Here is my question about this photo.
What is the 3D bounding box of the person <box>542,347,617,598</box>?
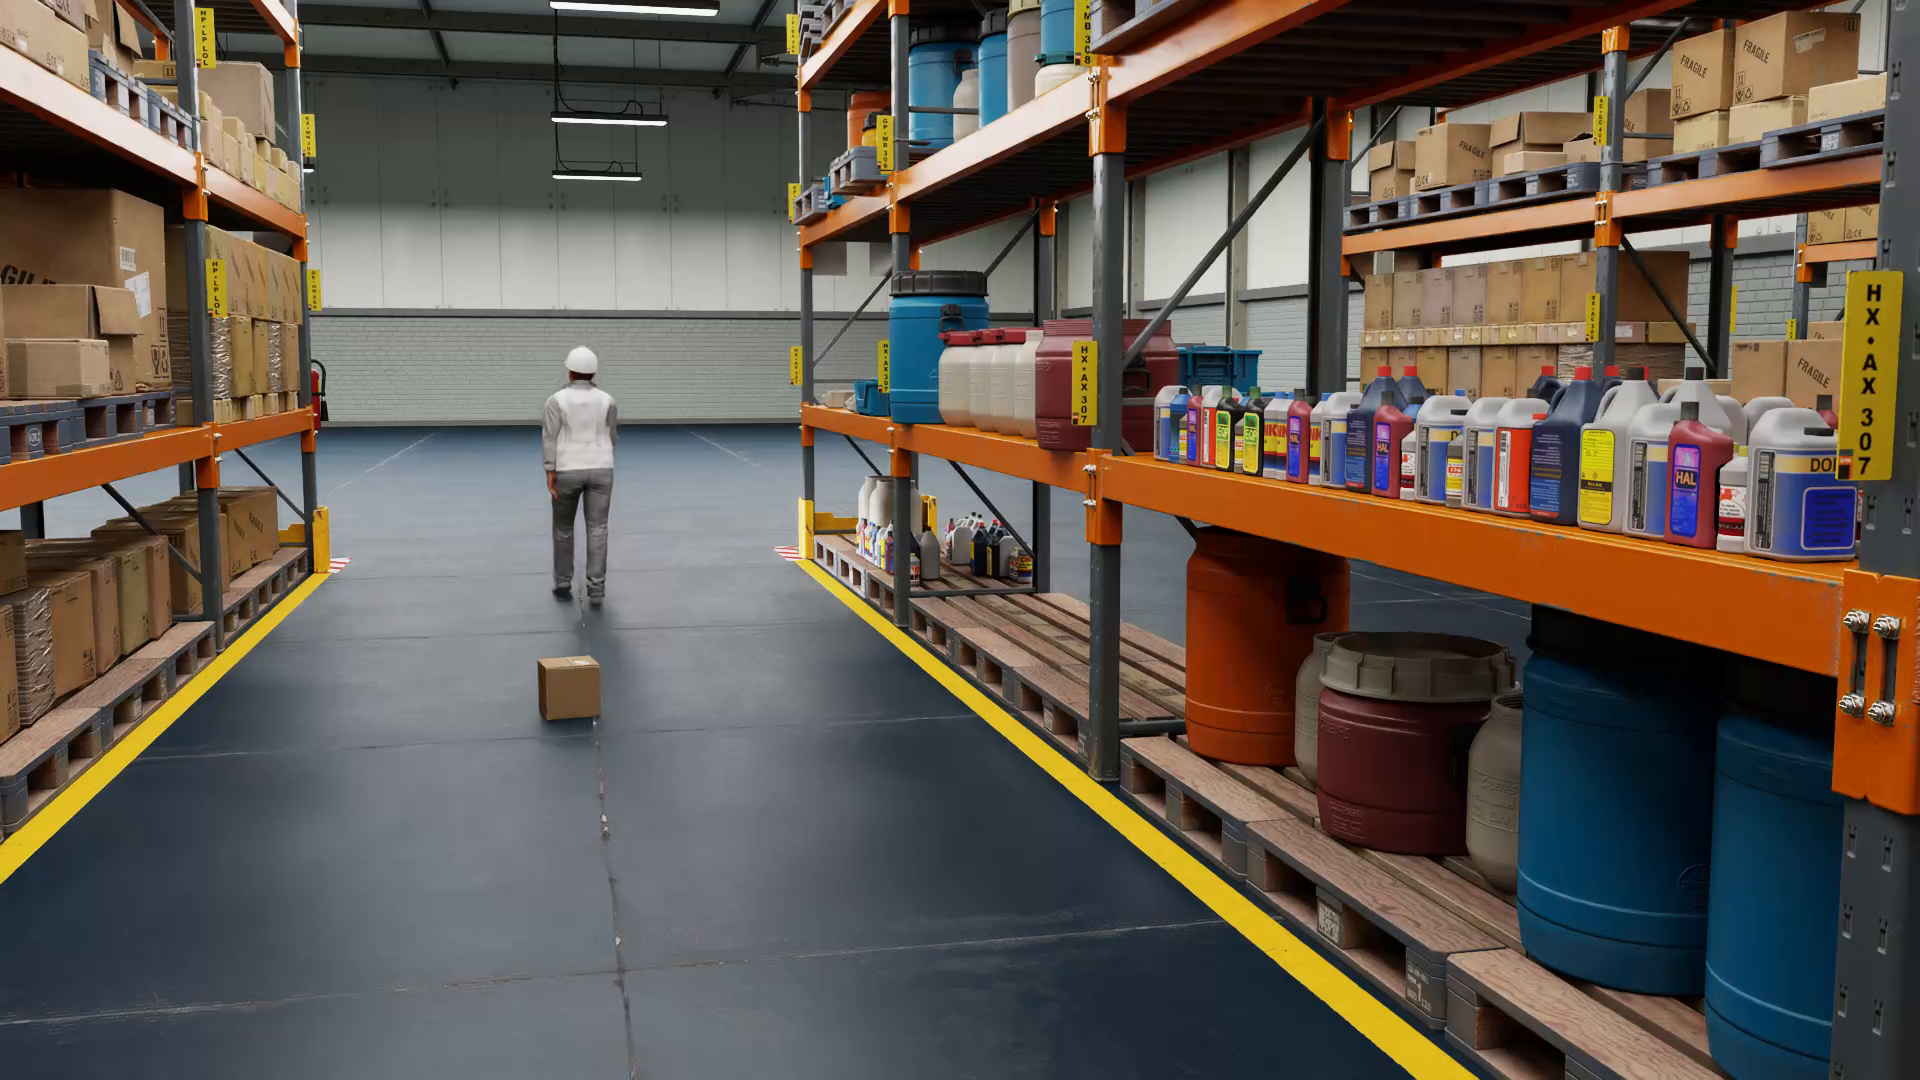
[{"bbox_3d":[-2.681,-0.459,11.728,0.533,1.796,0.849,-2,6,-18],"label":"person"}]
